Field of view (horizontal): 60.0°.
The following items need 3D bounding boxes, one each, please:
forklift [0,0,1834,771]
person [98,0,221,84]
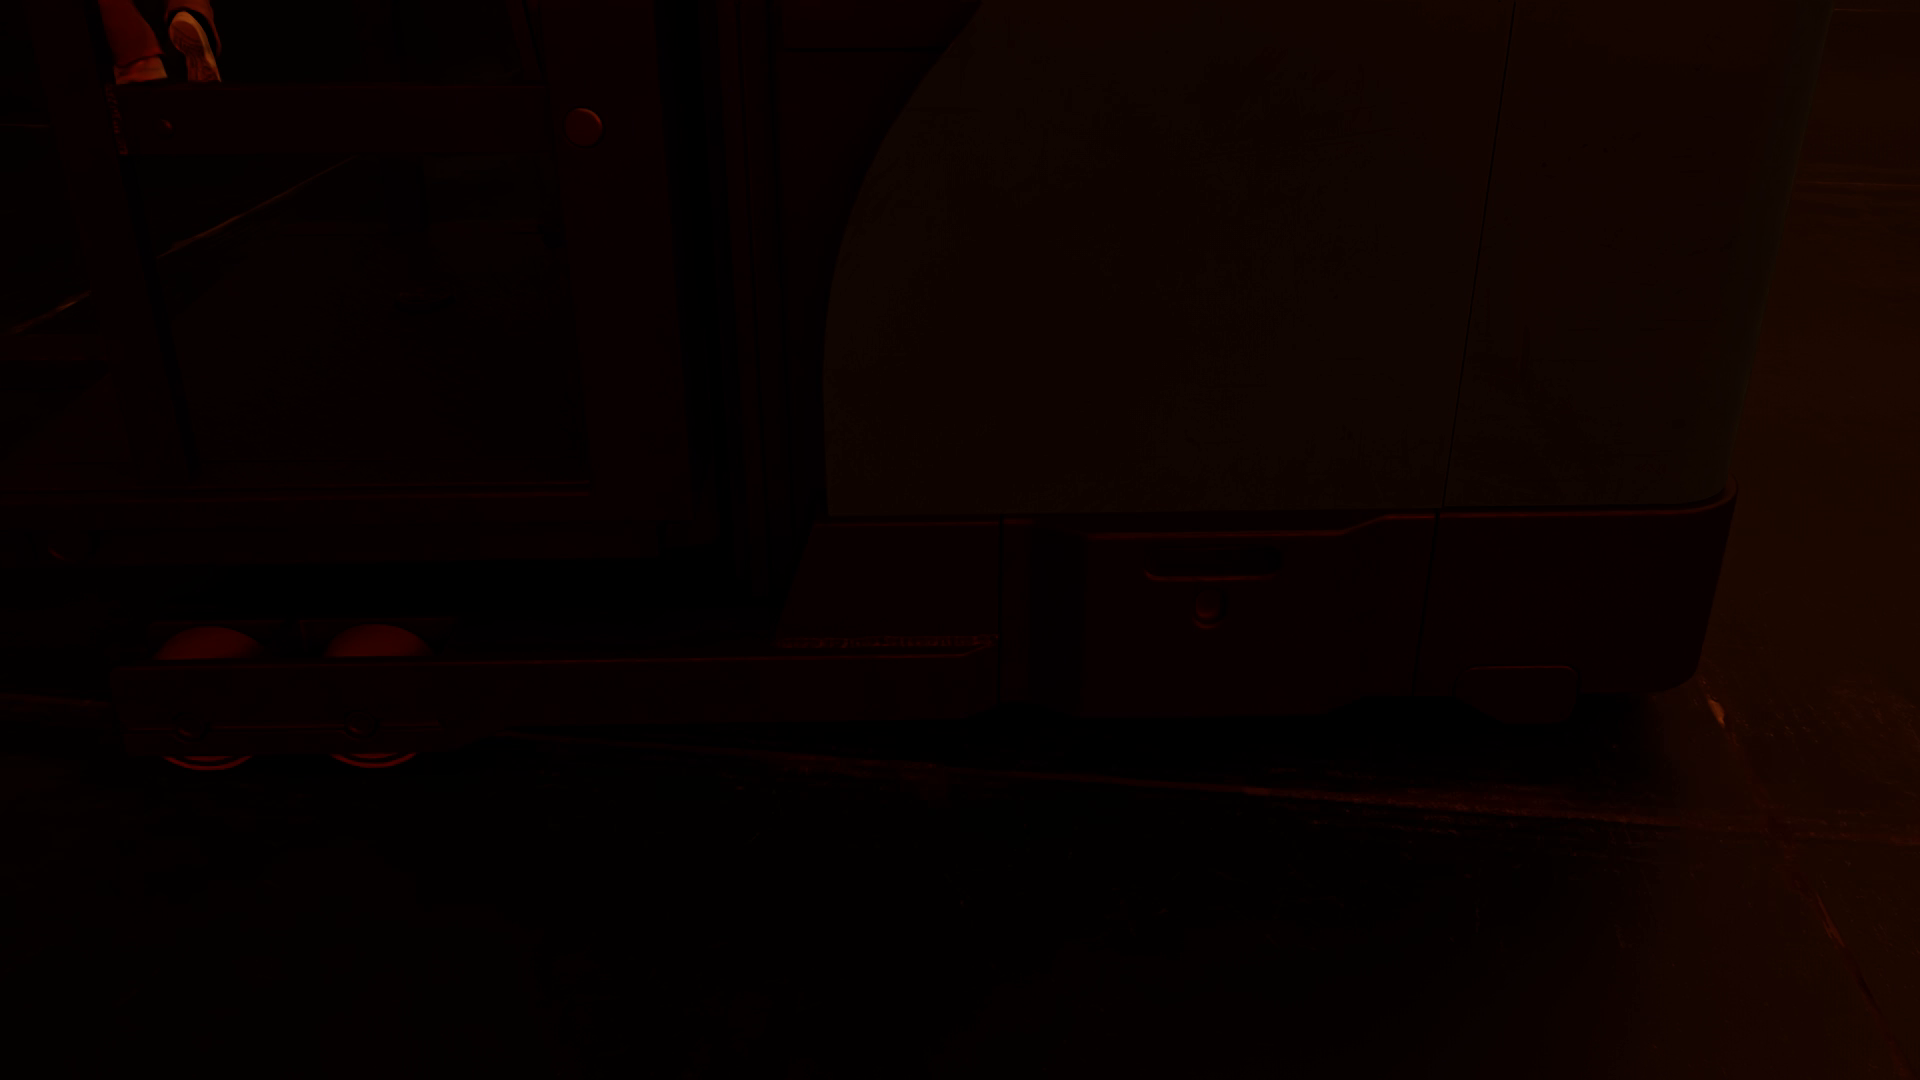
[{"bbox_3d":[-0.617,-1.280,1.783,3.031,2.935,1.130,-1,27,-2],"label":"forklift"},{"bbox_3d":[-2.623,-2.056,5.073,0.892,1.445,0.574,17,31,31],"label":"person"}]
